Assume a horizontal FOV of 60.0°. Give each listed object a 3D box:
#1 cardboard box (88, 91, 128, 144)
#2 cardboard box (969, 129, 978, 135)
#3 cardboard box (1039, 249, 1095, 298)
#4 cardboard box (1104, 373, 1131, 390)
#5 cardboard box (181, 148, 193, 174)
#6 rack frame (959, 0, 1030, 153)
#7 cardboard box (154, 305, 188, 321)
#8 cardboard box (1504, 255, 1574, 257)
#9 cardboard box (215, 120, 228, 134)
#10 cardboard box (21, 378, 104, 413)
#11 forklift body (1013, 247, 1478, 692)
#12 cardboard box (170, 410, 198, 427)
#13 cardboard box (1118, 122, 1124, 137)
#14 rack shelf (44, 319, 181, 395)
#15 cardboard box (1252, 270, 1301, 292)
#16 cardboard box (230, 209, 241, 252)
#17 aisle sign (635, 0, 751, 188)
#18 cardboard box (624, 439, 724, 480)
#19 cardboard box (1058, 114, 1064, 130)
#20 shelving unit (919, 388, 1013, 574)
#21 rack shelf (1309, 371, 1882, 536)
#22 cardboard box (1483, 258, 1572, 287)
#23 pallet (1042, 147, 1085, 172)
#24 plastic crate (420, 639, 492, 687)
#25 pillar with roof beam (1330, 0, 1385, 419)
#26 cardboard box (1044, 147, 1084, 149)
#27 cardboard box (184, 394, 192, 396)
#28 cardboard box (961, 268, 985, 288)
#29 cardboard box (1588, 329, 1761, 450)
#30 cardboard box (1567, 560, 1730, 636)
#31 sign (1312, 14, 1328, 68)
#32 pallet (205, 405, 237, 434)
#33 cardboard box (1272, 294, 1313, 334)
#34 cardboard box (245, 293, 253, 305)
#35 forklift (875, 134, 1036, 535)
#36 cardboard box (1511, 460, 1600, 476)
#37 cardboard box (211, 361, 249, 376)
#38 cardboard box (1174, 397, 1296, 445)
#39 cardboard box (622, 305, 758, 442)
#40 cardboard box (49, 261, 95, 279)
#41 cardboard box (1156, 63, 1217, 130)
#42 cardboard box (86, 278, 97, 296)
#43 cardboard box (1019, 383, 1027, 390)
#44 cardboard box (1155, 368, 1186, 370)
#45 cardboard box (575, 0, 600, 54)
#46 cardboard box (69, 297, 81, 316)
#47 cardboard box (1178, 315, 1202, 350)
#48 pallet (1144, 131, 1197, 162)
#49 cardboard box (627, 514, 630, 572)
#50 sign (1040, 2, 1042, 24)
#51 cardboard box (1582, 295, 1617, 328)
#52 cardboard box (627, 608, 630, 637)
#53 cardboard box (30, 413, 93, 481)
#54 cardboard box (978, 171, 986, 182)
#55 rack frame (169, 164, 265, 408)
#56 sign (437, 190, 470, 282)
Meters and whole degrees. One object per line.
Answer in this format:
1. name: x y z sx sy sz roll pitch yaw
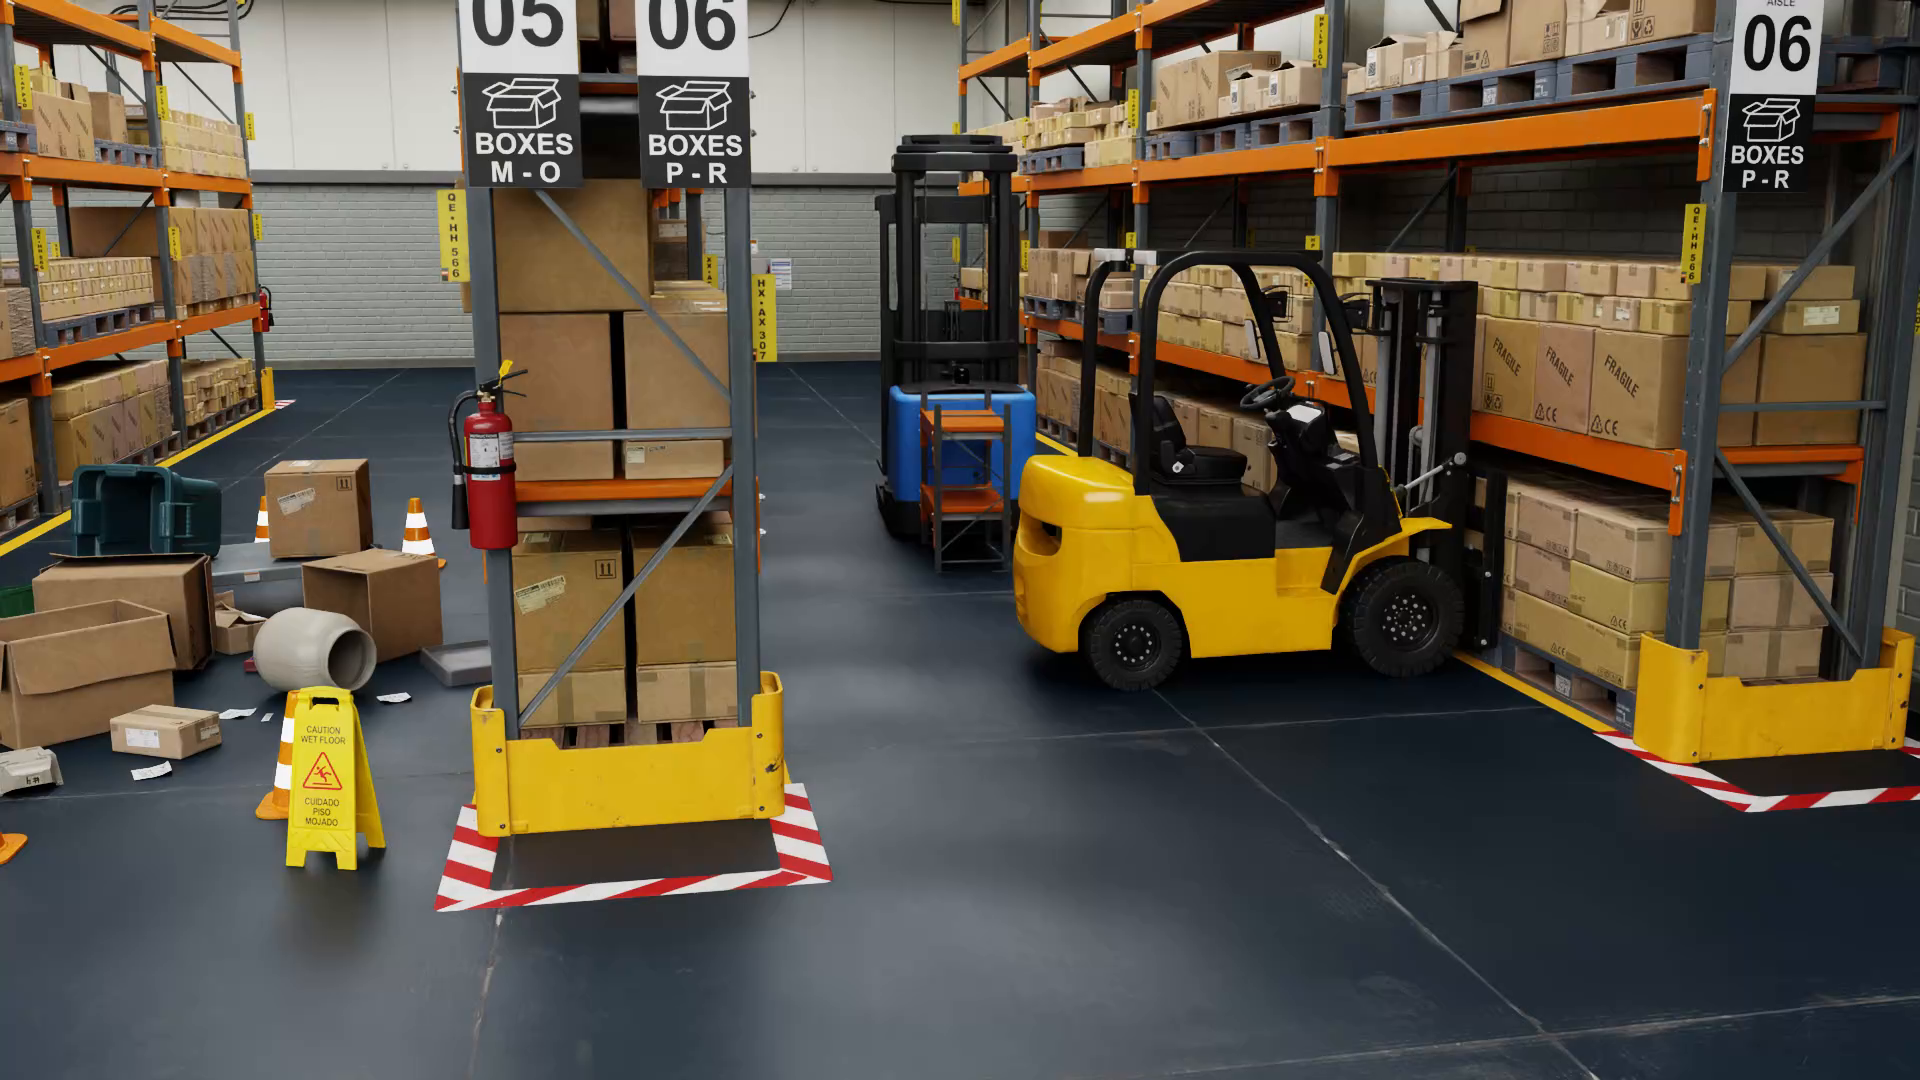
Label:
1. cardboard box: -8.476 -4.044 16.010 0.700 0.500 0.500 -2 11 -11
2. cardboard box: 0.405 -5.109 21.265 0.500 0.250 0.500 -2 11 -11
3. cardboard box: 1.238 -2.832 17.664 0.700 0.500 0.500 -2 11 -10
4. cardboard box: 1.605 -1.512 15.947 0.380 0.149 0.250 -2 11 -13
5. cardboard box: -8.379 -3.975 17.437 0.500 0.250 0.500 -2 11 -12
6. rack frame: 0.485 -6.449 22.014 1.000 3.000 0.127 -2 11 -11
7. cardboard box: -8.175 -2.329 17.085 0.380 0.149 0.250 -2 11 -9
8. cardboard box: 3.391 -1.580 9.679 0.380 0.149 0.250 -2 11 -12
9. cardboard box: -8.706 -4.773 19.228 0.380 0.149 0.250 -2 11 -10
10. cardboard box: -7.659 -1.230 14.195 0.500 0.250 0.500 -2 11 -12
11. forklift body: 1.438 -0.432 8.715 2.313 2.155 1.214 -2 11 -11
12. cardboard box: -8.197 -1.273 17.365 0.380 0.149 0.250 -3 11 -13
13. cardboard box: 1.678 -3.784 15.370 0.380 0.149 0.250 -2 11 -10
14. rack shelf: -8.052 -1.669 14.866 1.077 0.370 4.000 -2 11 -11
15. cardboard box: 2.289 -1.861 11.948 0.380 0.149 0.250 -2 11 -13
16. cardboard box: -8.788 -3.641 19.568 0.500 0.500 0.500 -3 11 -13
17. aisle sign: -0.955 -1.664 5.962 0.394 0.787 0.004 -2 11 -11
18. cardboard box: -1.135 -0.333 6.596 0.380 0.149 0.250 -2 11 -11
19. cardboard box: 1.208 -4.216 16.787 0.380 0.149 0.250 -2 11 -11
20. shelving unit: 0.027 -0.429 11.441 0.538 1.125 1.048 -1 11 -6
21. rack shelf: 3.208 -0.581 9.152 1.077 0.370 4.000 -2 11 -11
22. cardboard box: 3.016 -1.421 8.841 0.380 0.149 0.250 -2 11 -10
23. pallet: 1.525 -3.838 16.817 1.213 0.211 1.003 -2 11 -11
24. plastic crate: -2.549 0.632 8.663 0.402 0.080 0.583 -6 13 -31
25. pillar with roof beam: -1.044 -4.619 12.399 9.100 9.000 0.400 -2 11 -11
26. cardboard box: 1.092 -4.213 17.570 0.380 0.149 0.250 -2 11 -11
27. cardboard box: -8.335 -1.462 17.562 0.380 0.149 0.250 -2 11 -11
28. cardboard box: 0.309 -3.482 22.073 0.500 0.250 0.500 -2 11 -11
29. cardboard box: 3.243 -0.698 7.572 0.500 0.500 0.500 -2 11 -12
30. cardboard box: 3.195 0.253 7.738 0.500 0.250 0.500 -2 11 -12
31. sign: 2.288 -3.162 10.541 0.100 0.325 0.005 -2 11 -11
32. pallet: -8.847 -1.365 18.805 1.003 0.211 1.213 -2 11 -11
33. cardboard box: 2.472 -1.554 11.403 0.500 0.250 0.500 -2 11 -12
34. cardboard box: -8.879 -2.950 20.343 0.380 0.149 0.250 -2 11 -11
35. forklift: -0.106 -1.702 13.300 1.130 2.935 3.031 -1 11 -6
36. cardboard box: 3.408 -0.287 9.241 0.500 0.250 0.500 -2 11 -12
37. cardboard box: -8.700 -2.042 19.812 0.380 0.149 0.250 -2 11 -12
38. cardboard box: 2.283 -0.840 13.817 0.875 0.625 0.625 -2 11 -9
39. cardboard box: -1.092 -0.679 6.678 0.500 0.500 0.500 -2 11 -12
40. cardboard box: -7.820 -2.363 14.548 0.380 0.149 0.250 -2 11 -9
41. cardboard box: 1.943 -3.671 13.783 0.500 0.500 0.500 -2 11 -11
42. cardboard box: -7.812 -2.216 14.572 0.380 0.149 0.250 -2 11 -12
43. cardboard box: 0.797 -1.789 19.762 0.396 0.266 0.258 -2 11 -9
44. cardboard box: 2.032 -1.631 16.570 0.380 0.149 0.250 -2 11 -12
45. cardboard box: -1.635 -2.017 6.353 0.500 0.250 0.500 -2 11 -12
46. cardboard box: -7.711 -1.976 14.103 0.380 0.149 0.250 -2 11 -8
47. cardboard box: 2.087 -1.684 13.425 0.500 0.250 0.500 -2 11 -13
48. pallet: 2.260 -3.295 13.967 1.213 0.211 1.003 -2 11 -8
49. cardboard box: -1.470 -0.059 8.708 0.500 0.500 0.500 -2 11 -8
50. sign: 1.033 -7.003 21.998 0.100 0.325 0.005 -2 11 -11
51. cardboard box: 3.185 -1.085 7.870 0.380 0.149 0.250 -2 11 -10
52. cardboard box: -1.979 0.337 8.635 0.500 0.250 0.500 -2 11 -12
53. cardboard box: -7.551 -0.773 13.796 0.500 0.500 0.500 -3 11 -13
54. cardboard box: 0.434 -4.594 20.958 0.380 0.149 0.250 -2 11 -11
55. rack frame: -9.219 -3.123 20.580 1.000 3.000 0.127 -2 11 -11
56. sign: -1.820 -1.094 5.981 0.100 0.325 0.005 -2 11 -11
